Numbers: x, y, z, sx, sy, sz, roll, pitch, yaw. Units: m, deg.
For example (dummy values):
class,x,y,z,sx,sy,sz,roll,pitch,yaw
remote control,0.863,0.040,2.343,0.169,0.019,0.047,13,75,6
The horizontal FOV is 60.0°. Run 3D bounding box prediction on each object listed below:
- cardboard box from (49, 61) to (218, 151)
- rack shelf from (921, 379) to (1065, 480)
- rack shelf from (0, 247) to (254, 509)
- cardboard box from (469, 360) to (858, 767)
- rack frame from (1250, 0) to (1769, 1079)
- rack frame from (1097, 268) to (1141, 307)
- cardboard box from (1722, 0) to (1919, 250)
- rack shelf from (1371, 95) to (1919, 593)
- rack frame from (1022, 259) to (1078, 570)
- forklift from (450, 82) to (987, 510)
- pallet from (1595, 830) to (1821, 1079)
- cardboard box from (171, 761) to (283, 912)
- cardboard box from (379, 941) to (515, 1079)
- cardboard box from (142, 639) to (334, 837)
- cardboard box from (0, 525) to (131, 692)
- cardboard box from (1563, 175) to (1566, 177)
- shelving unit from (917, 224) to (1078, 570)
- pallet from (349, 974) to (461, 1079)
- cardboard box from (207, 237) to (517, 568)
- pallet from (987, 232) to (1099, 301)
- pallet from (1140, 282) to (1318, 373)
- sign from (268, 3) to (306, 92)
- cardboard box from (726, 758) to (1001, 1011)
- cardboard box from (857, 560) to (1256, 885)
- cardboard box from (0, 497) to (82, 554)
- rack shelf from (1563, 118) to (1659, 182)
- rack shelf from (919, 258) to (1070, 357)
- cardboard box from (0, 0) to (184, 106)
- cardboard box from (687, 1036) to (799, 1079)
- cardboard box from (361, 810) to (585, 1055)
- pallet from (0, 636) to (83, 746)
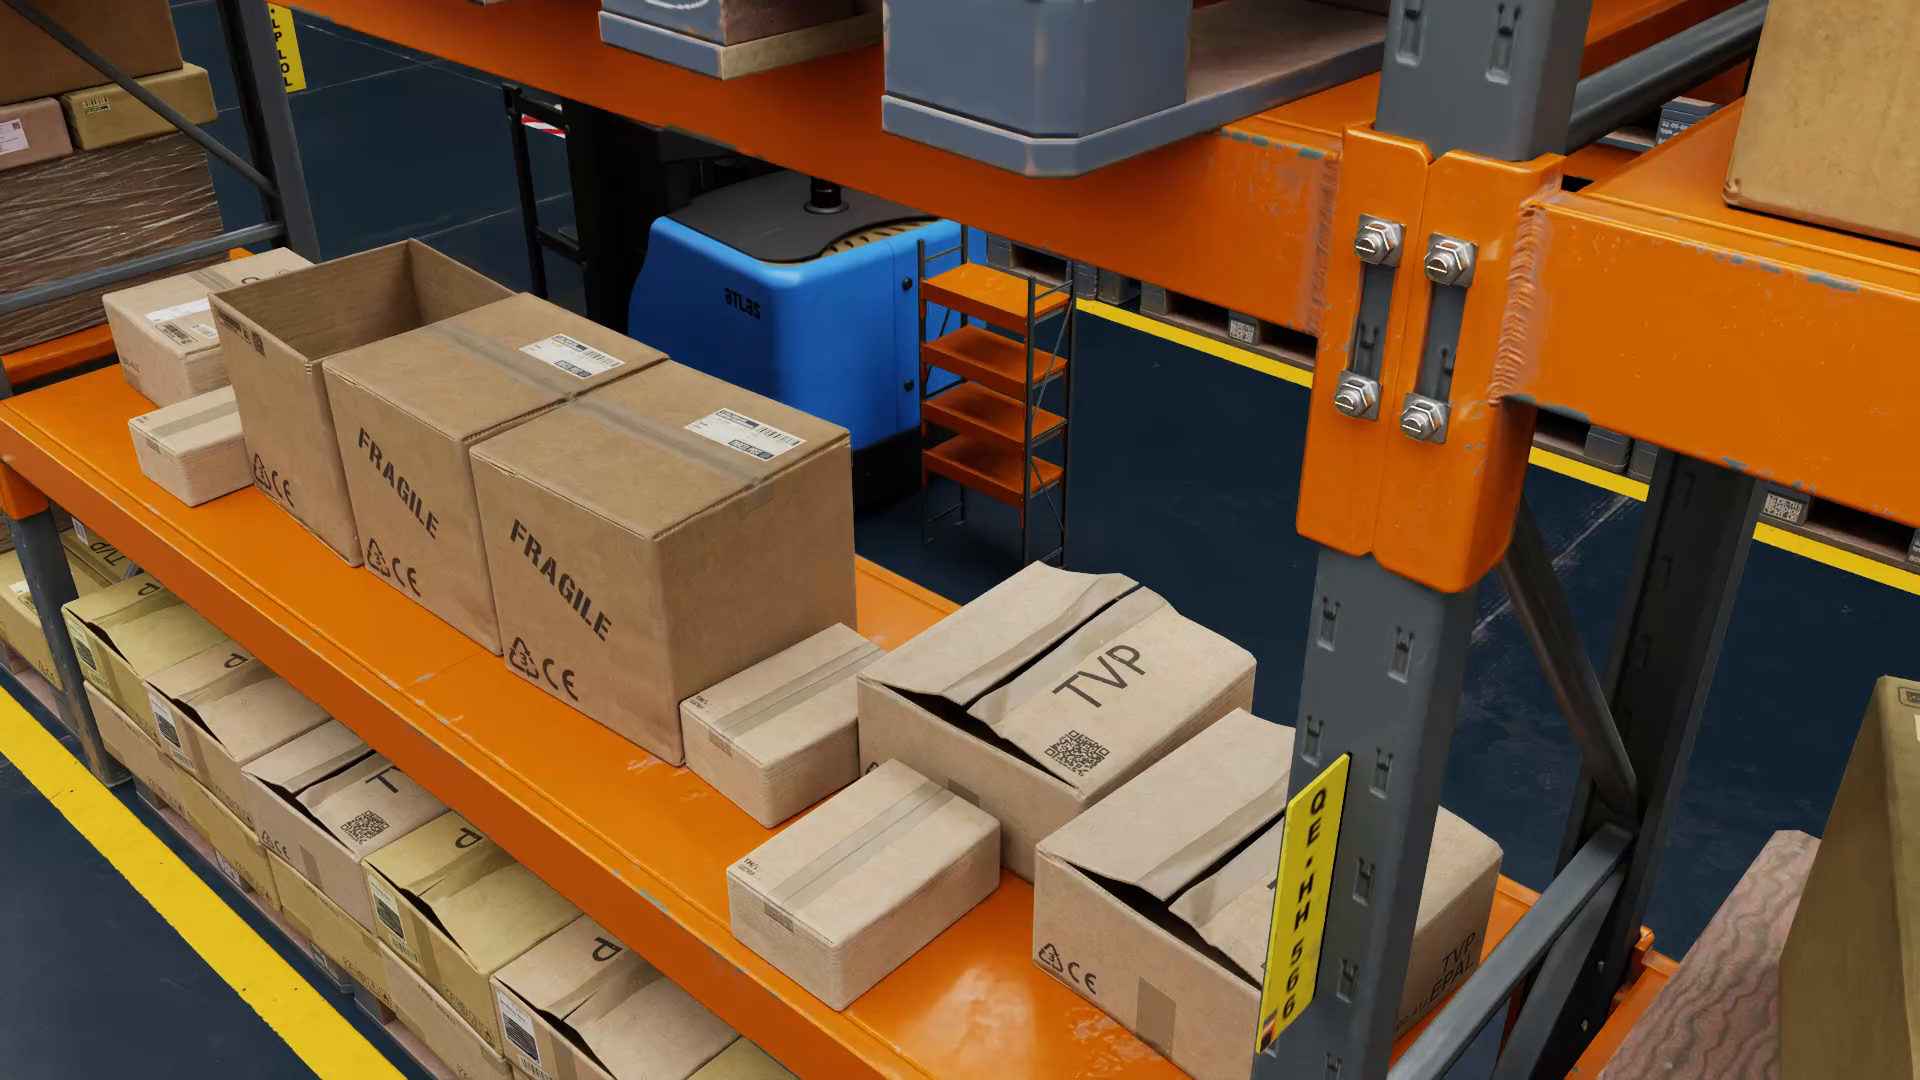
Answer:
class,x,y,z,sx,sy,sz,roll,pitch,yaw
cardboard box,-2.332,-1.230,4.659,0.250,0.149,0.380,25,39,35
rack shelf,0.123,-0.399,5.880,0.480,0.148,0.258,25,39,35
rack shelf,-3.746,-1.126,5.910,4.000,0.370,1.077,25,39,35
cardboard box,-0.552,0.025,3.203,0.500,0.500,0.500,23,38,33
rack frame,0.705,0.641,2.277,0.053,2.616,0.949,25,39,35
rack frame,1.058,-2.638,7.723,0.127,3.000,1.000,25,39,35
cardboard box,1.049,-0.548,1.246,0.500,0.500,0.910,25,39,35
rack shelf,2.186,0.358,0.537,4.000,0.370,1.077,25,39,35
rack frame,0.304,-0.372,5.705,0.015,1.200,0.240,25,39,35
forklift,-1.239,-1.970,6.680,1.130,2.935,3.031,-25,39,-35
pallet,1.252,0.932,1.979,1.003,0.211,1.213,25,39,35
cardboard box,-1.752,0.668,4.491,0.500,0.250,0.500,26,40,36
cardboard box,-0.990,1.022,3.902,0.500,0.250,0.500,26,40,36
cardboard box,-1.756,0.429,4.344,0.500,0.311,0.500,25,39,35
cardboard box,-2.754,0.179,5.303,0.500,0.250,0.500,25,39,35
cardboard box,2.332,-1.498,7.101,0.500,0.250,0.500,24,38,34
shelving unit,0.123,-0.457,5.845,0.503,1.200,0.258,25,39,35
pallet,-0.782,1.115,4.193,1.213,0.211,1.003,25,39,35
cardboard box,-1.314,-0.331,3.794,0.500,0.500,0.500,-26,40,-36
pallet,0.537,-1.662,8.806,1.213,0.211,1.003,25,39,35
pallet,1.636,-1.174,7.996,1.213,0.211,1.003,25,39,35
sign,-1.906,-1.415,4.646,0.005,0.325,0.100,25,39,35
cardboard box,-0.150,0.544,2.681,0.250,0.149,0.380,25,39,35
cardboard box,0.169,0.297,2.935,0.500,0.311,0.500,25,39,35
cardboard box,-3.116,-0.320,5.404,0.500,0.500,0.500,25,39,35
rack shelf,2.541,-1.637,6.759,4.000,0.370,1.077,25,39,35
rack shelf,0.123,-0.793,5.643,0.480,0.148,0.258,25,39,35
cardboard box,-2.596,-1.492,4.465,0.500,0.500,0.700,25,39,35
cardboard box,-0.241,1.136,3.170,0.500,0.311,0.500,24,39,34
cardboard box,-0.983,0.786,3.752,0.500,0.311,0.500,26,40,36
pallet,-2.825,0.161,5.777,1.213,0.211,1.003,25,39,35
